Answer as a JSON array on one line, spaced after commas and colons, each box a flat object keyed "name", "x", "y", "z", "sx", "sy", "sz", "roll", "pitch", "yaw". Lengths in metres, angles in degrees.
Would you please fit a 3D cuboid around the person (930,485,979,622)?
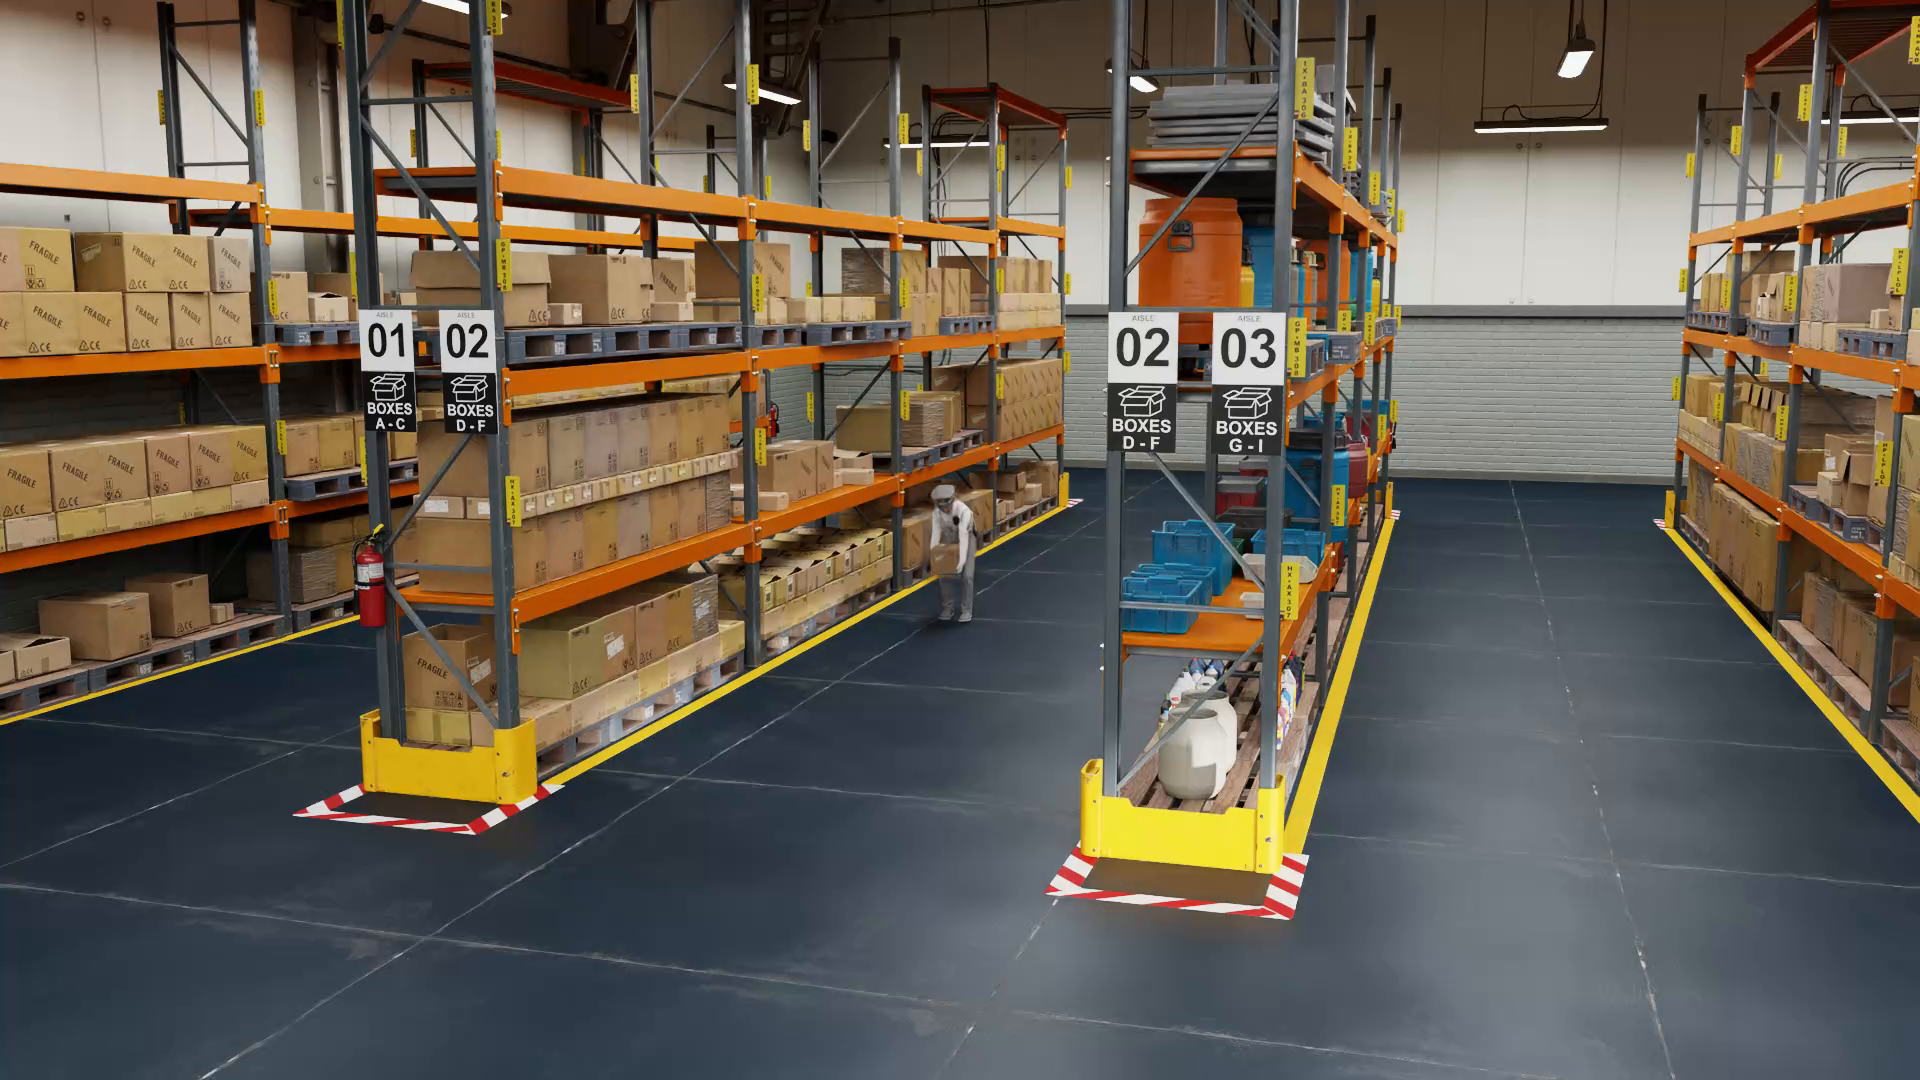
[{"name": "person", "x": -0.080, "y": 0.132, "z": 16.775, "sx": 0.412, "sy": 1.429, "sz": 0.813, "roll": 2, "pitch": 9, "yaw": 15}]
